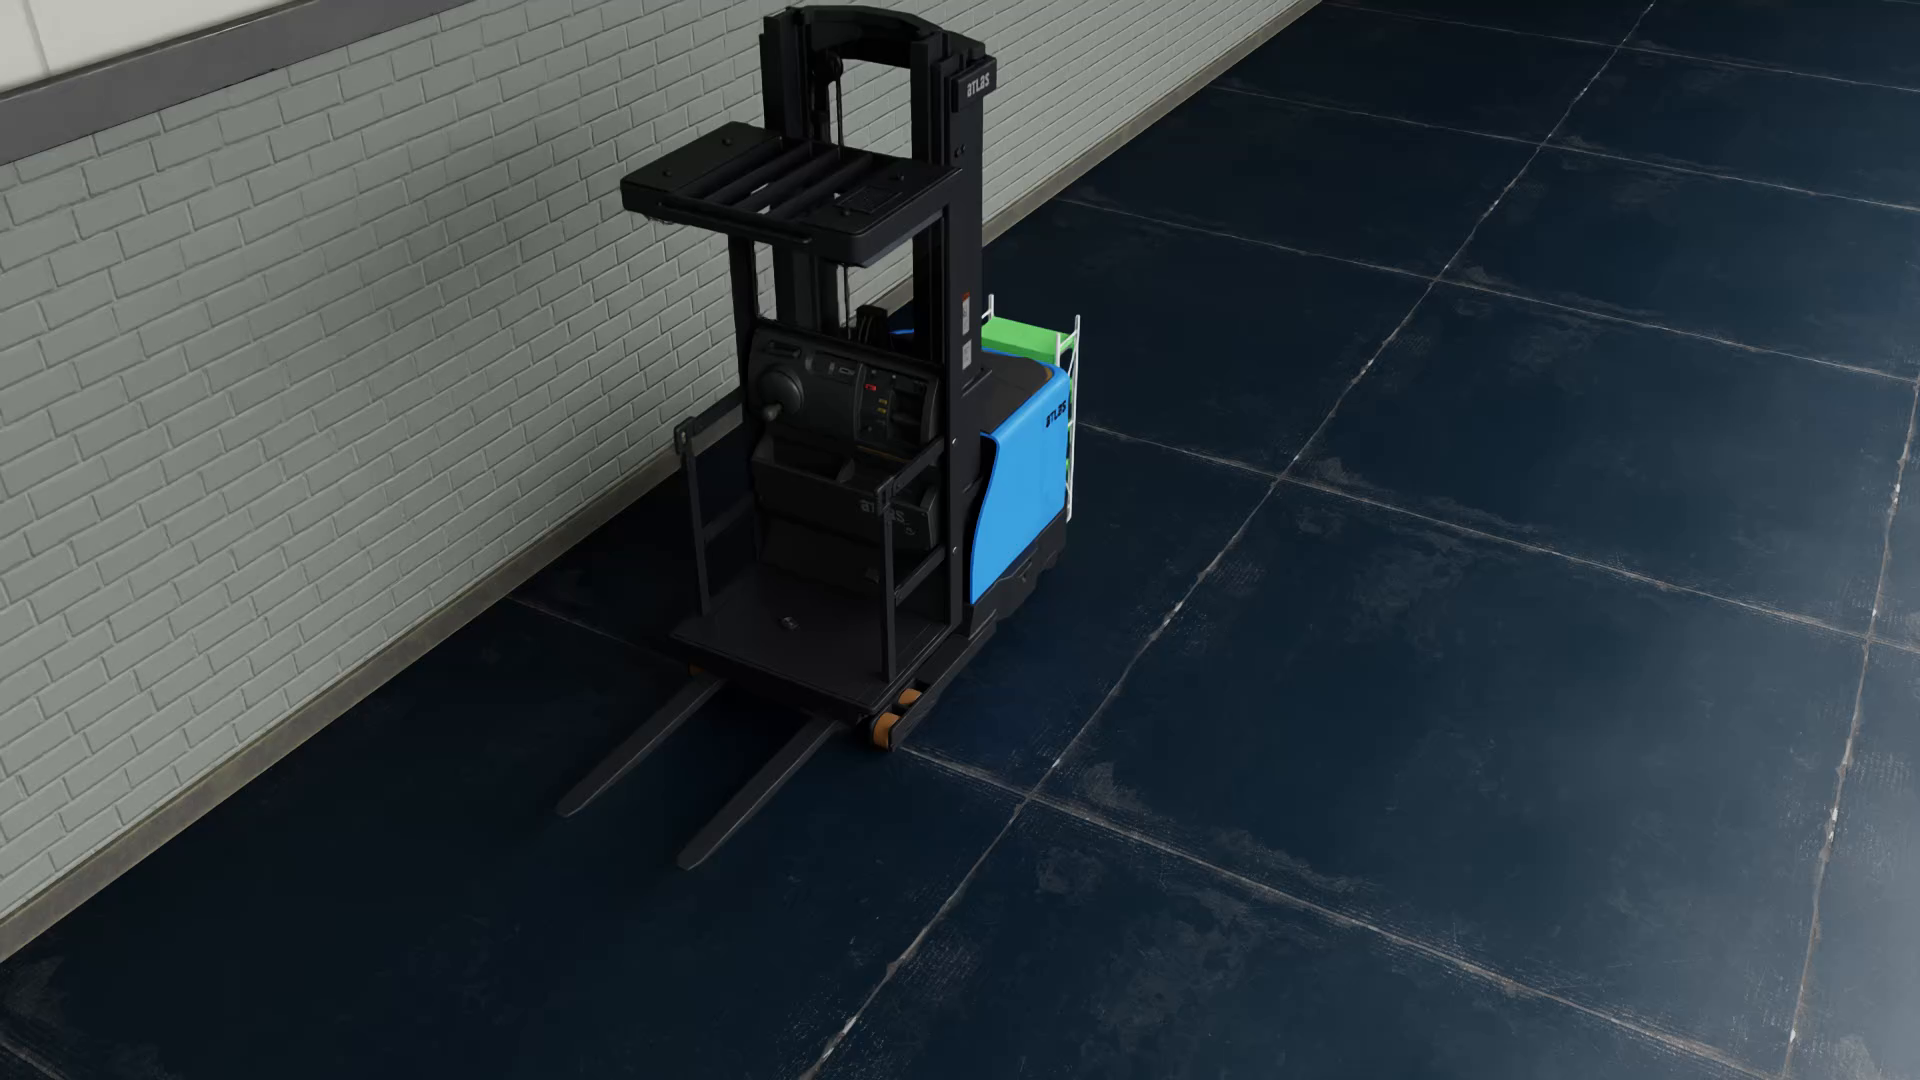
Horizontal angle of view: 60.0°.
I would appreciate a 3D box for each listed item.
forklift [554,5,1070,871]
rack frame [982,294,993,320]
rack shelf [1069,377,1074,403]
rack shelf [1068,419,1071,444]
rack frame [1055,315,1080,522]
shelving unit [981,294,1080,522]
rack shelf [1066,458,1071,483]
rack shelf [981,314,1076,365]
[{"bbox_3d":[-0.610,-0.579,6.976,1.130,2.935,3.031,17,37,24],"label":"forklift"},{"bbox_3d":[0.104,-0.694,8.709,0.015,1.200,0.240,17,37,24],"label":"rack frame"},{"bbox_3d":[0.317,-0.774,8.512,0.480,0.148,0.258,17,37,24],"label":"rack shelf"},{"bbox_3d":[0.317,-0.574,8.645,0.480,0.148,0.258,17,37,24],"label":"rack shelf"},{"bbox_3d":[0.531,-0.562,8.511,0.015,1.200,0.240,17,37,24],"label":"rack frame"},{"bbox_3d":[0.317,-0.628,8.610,0.503,1.200,0.258,17,37,24],"label":"shelving unit"},{"bbox_3d":[0.317,-0.375,8.778,0.480,0.148,0.258,17,37,24],"label":"rack shelf"},{"bbox_3d":[0.318,-0.974,8.379,0.480,0.148,0.258,17,37,24],"label":"rack shelf"}]
